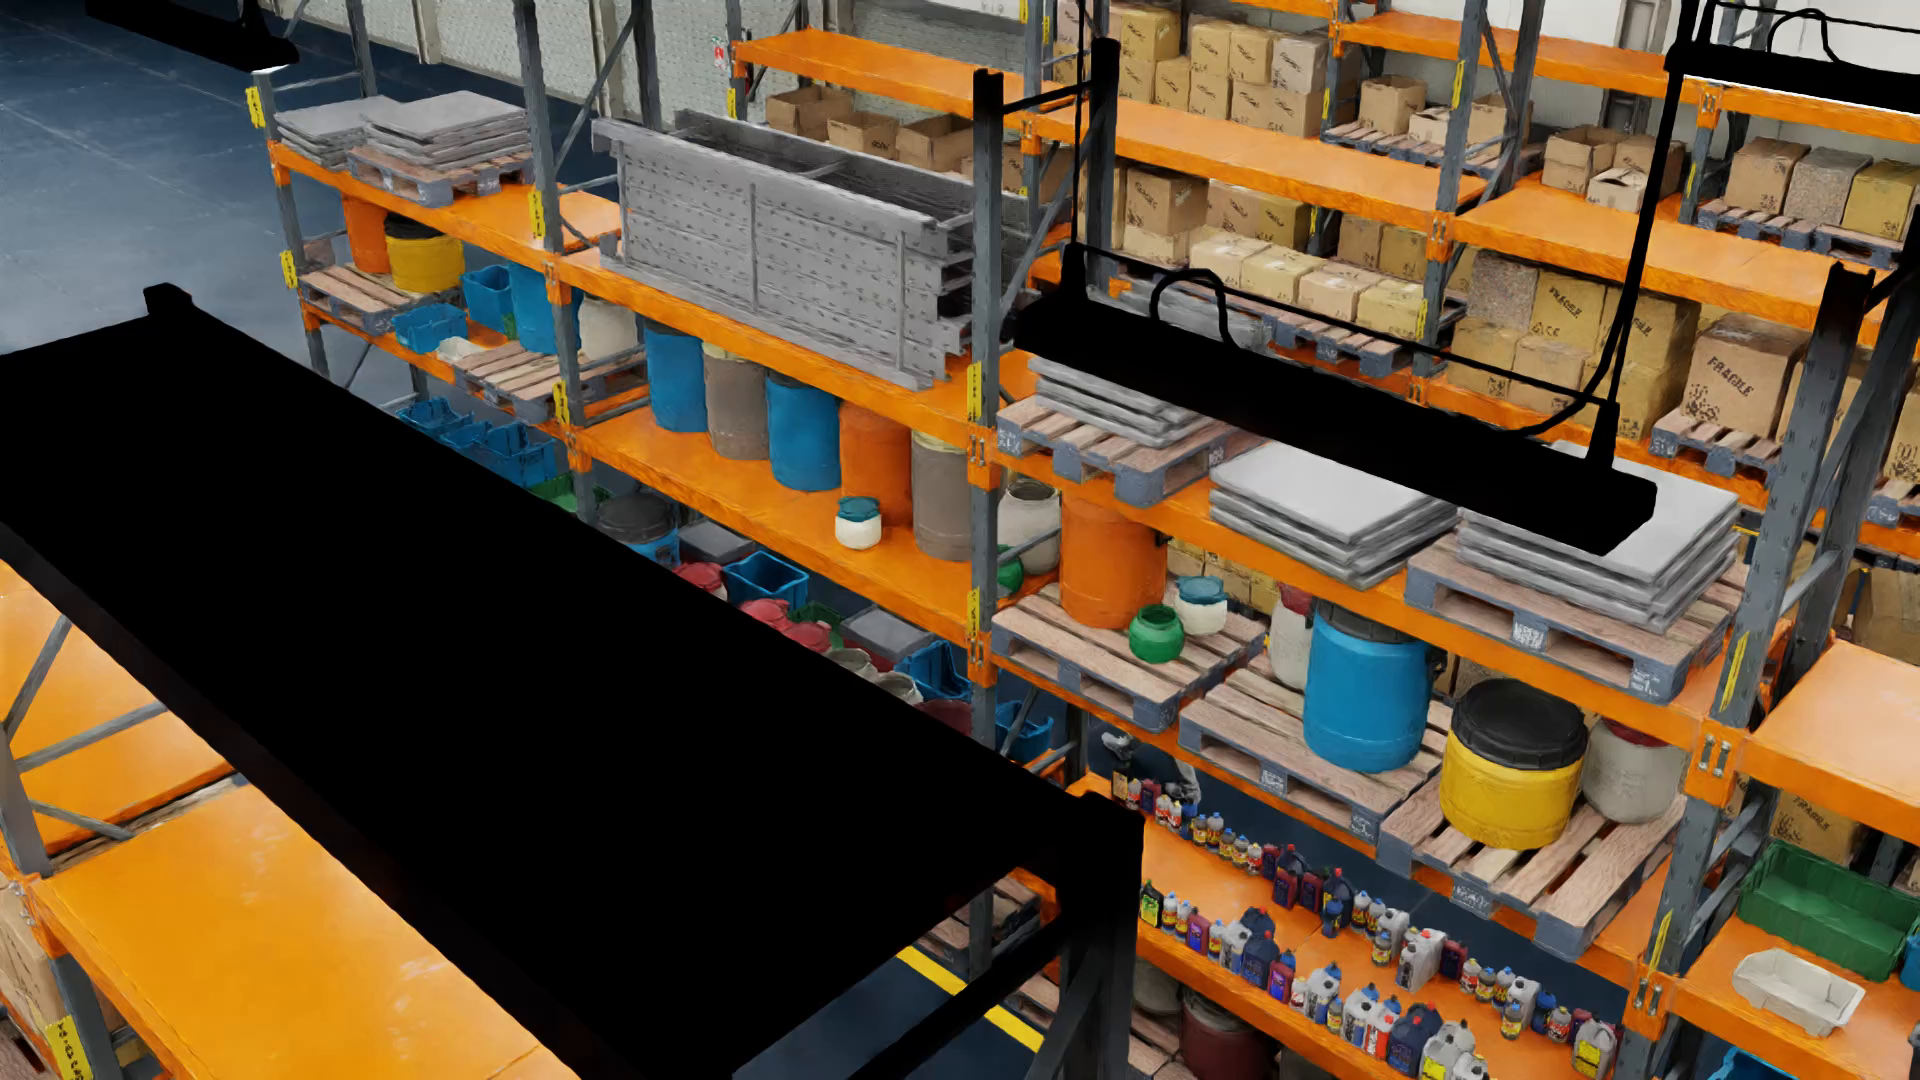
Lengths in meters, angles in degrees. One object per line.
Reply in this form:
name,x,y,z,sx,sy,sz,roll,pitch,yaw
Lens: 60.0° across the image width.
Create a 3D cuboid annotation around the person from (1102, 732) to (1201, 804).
person,1.452,1.088,12.527,1.043,1.718,0.577,24,37,36
